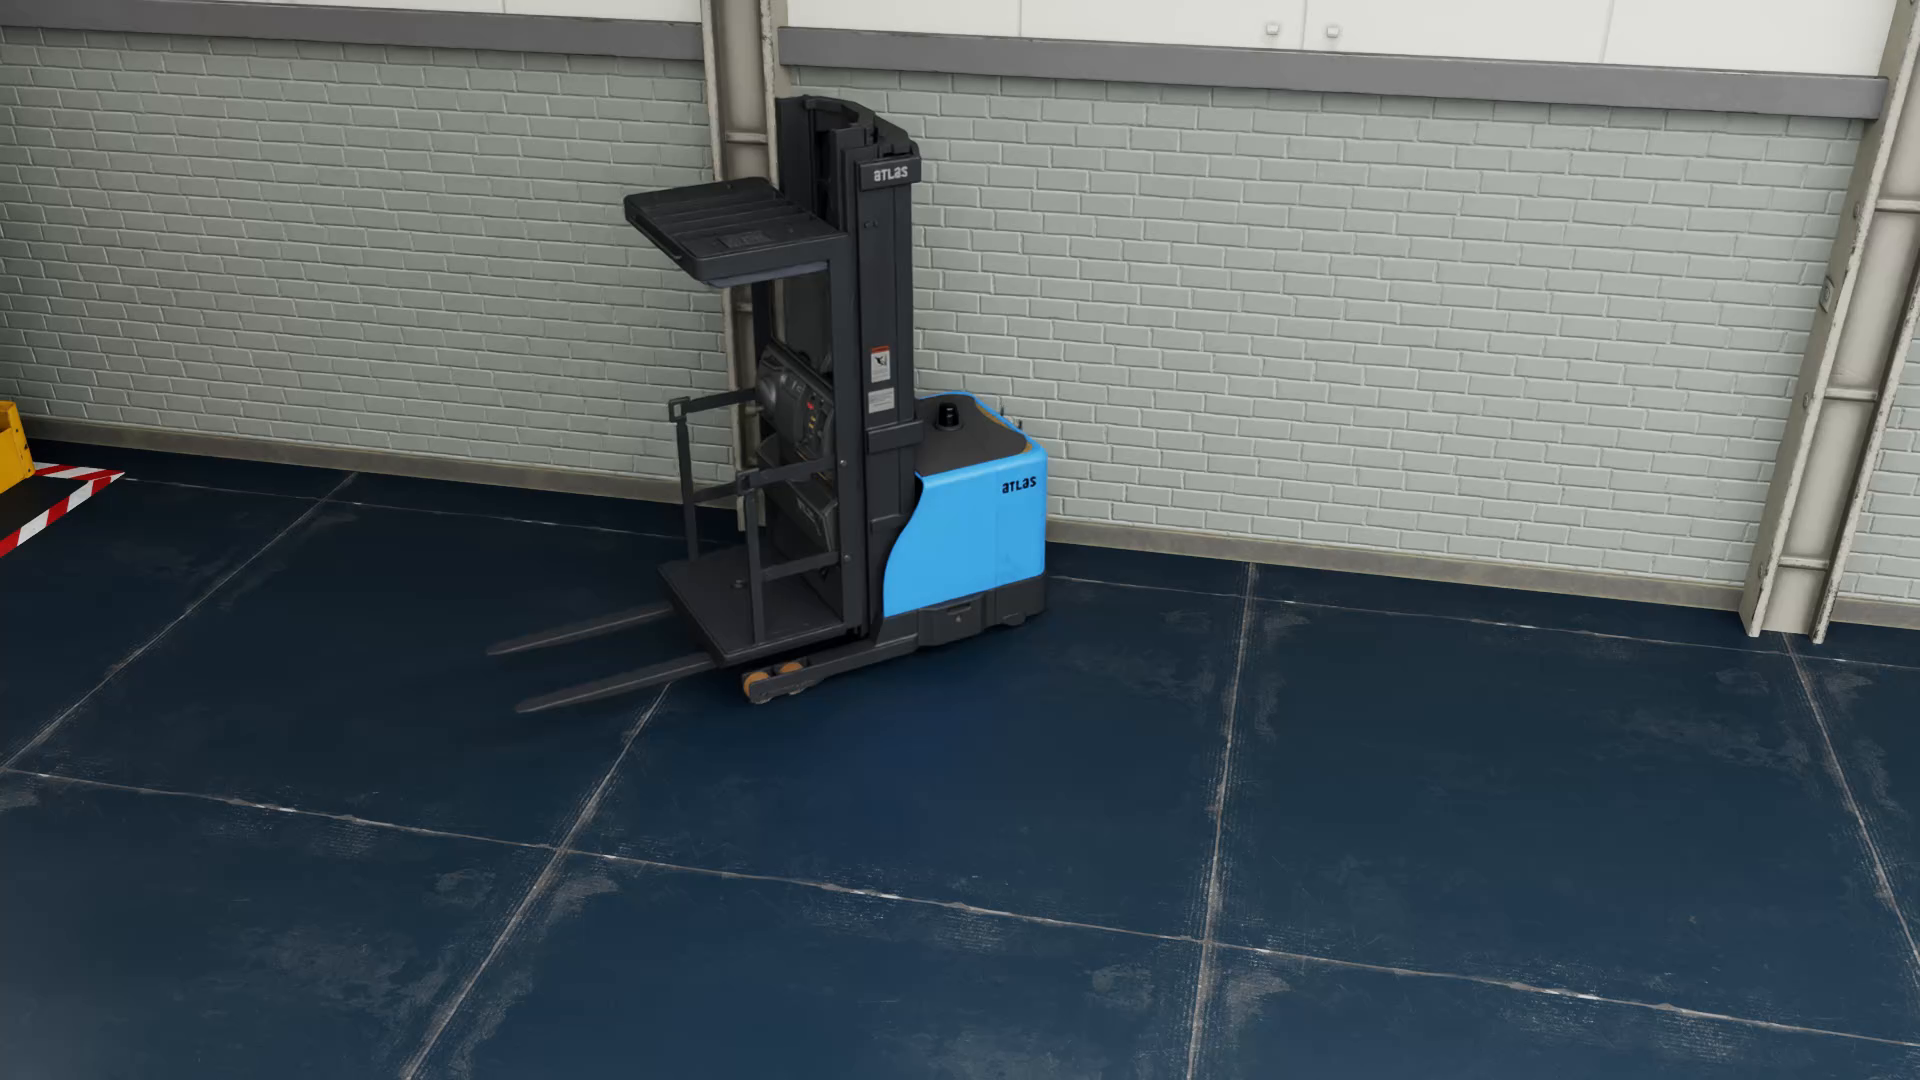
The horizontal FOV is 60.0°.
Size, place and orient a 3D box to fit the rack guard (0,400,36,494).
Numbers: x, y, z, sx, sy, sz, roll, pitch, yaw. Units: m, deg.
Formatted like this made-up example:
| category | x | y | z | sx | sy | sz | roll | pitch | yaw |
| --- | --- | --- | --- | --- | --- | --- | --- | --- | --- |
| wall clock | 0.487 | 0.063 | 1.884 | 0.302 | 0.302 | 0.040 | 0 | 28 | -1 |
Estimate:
| category | x | y | z | sx | sy | sz | roll | pitch | yaw |
| --- | --- | --- | --- | --- | --- | --- | --- | --- | --- |
| rack guard | -6.529 | -0.436 | 10.688 | 0.348 | 0.500 | 1.175 | 6 | 29 | 11 |

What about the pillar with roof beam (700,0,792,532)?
| category | x | y | z | sx | sy | sz | roll | pitch | yaw |
| --- | --- | --- | --- | --- | --- | --- | --- | --- | --- |
| pillar with roof beam | -2.077 | -2.036 | 4.760 | 0.400 | 9.000 | 9.100 | 6 | 29 | 11 |

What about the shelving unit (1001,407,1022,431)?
| category | x | y | z | sx | sy | sz | roll | pitch | yaw |
| --- | --- | --- | --- | --- | --- | --- | --- | --- | --- |
| shelving unit | 0.219 | -0.333 | 10.082 | 0.210 | 0.900 | 0.258 | -14 | 32 | -25 |

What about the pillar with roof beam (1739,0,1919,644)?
| category | x | y | z | sx | sy | sz | roll | pitch | yaw |
| --- | --- | --- | --- | --- | --- | --- | --- | --- | --- |
| pillar with roof beam | 3.791 | -1.434 | 3.661 | 0.400 | 9.000 | 9.100 | 6 | 29 | 11 |

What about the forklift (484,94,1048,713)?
| category | x | y | z | sx | sy | sz | roll | pitch | yaw |
| --- | --- | --- | --- | --- | --- | --- | --- | --- | --- |
| forklift | -1.049 | -0.707 | 8.650 | 3.031 | 2.935 | 1.130 | -14 | 32 | -24 |

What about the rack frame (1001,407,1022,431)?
| category | x | y | z | sx | sy | sz | roll | pitch | yaw |
| --- | --- | --- | --- | --- | --- | --- | --- | --- | --- |
| rack frame | 0.308 | -0.357 | 10.125 | 0.006 | 0.900 | 0.240 | -14 | 32 | -25 |
